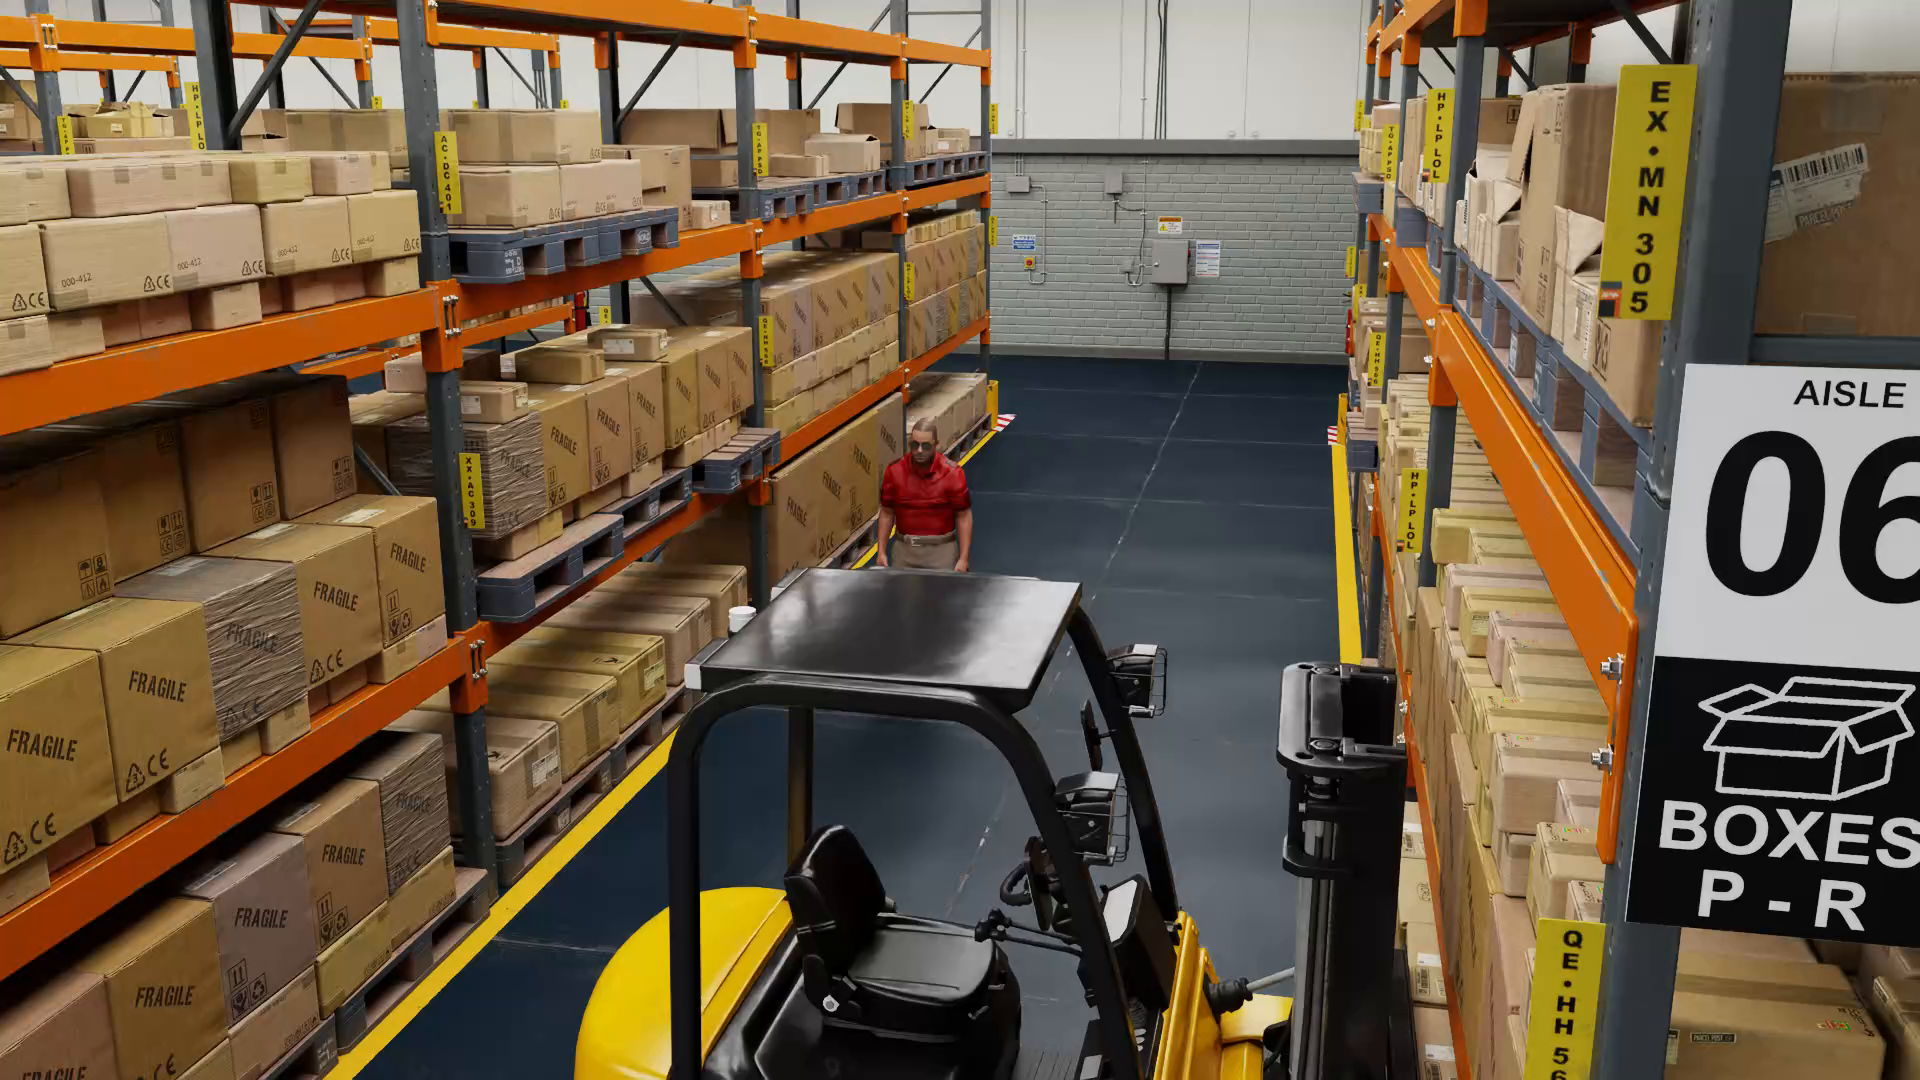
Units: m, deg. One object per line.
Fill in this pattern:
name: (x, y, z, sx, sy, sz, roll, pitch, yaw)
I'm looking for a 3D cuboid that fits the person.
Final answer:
person: (-0.221, 0.116, 10.090, 0.586, 1.727, 0.393, 3, 15, 12)
